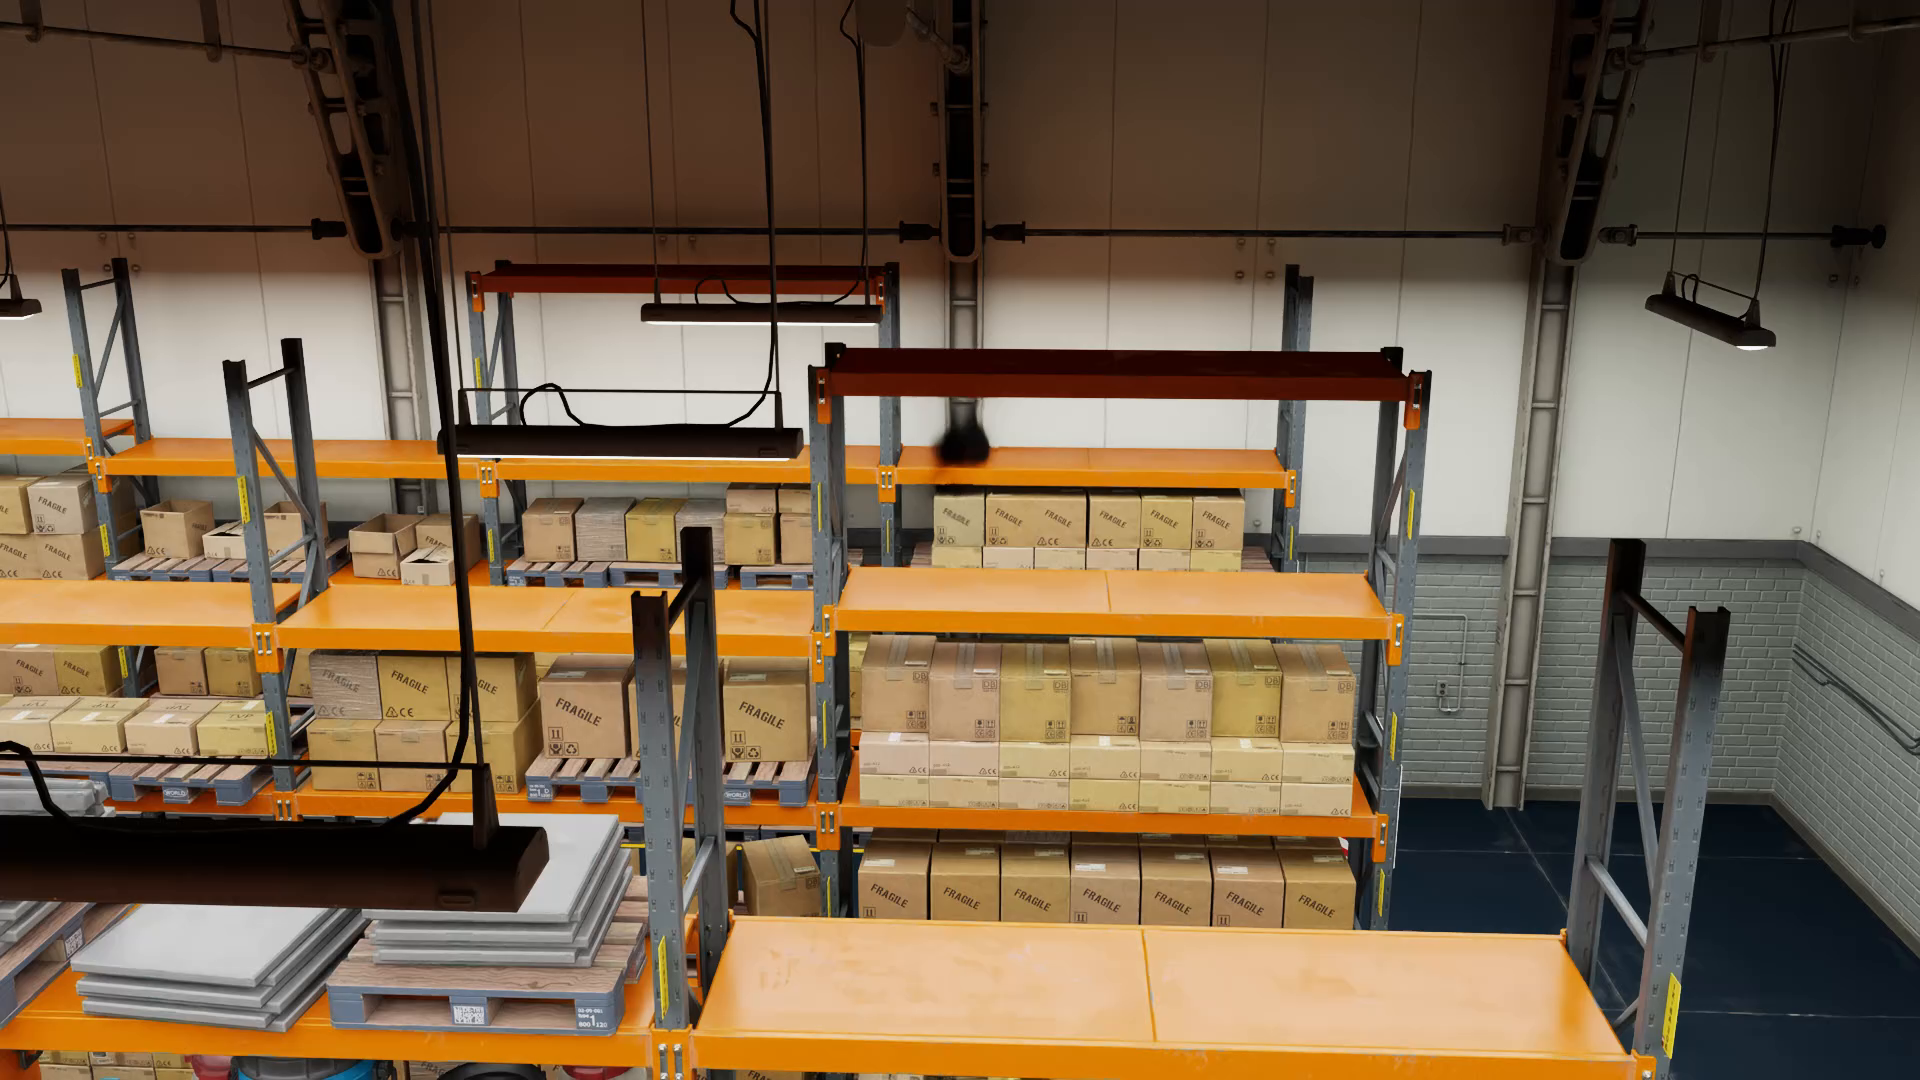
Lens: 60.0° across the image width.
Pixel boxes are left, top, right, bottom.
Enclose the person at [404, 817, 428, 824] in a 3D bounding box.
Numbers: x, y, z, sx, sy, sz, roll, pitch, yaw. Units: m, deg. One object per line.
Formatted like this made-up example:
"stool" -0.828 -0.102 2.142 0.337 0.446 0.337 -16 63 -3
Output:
"person" -4.960 2.718 16.137 0.869 1.700 0.686 1 16 3
